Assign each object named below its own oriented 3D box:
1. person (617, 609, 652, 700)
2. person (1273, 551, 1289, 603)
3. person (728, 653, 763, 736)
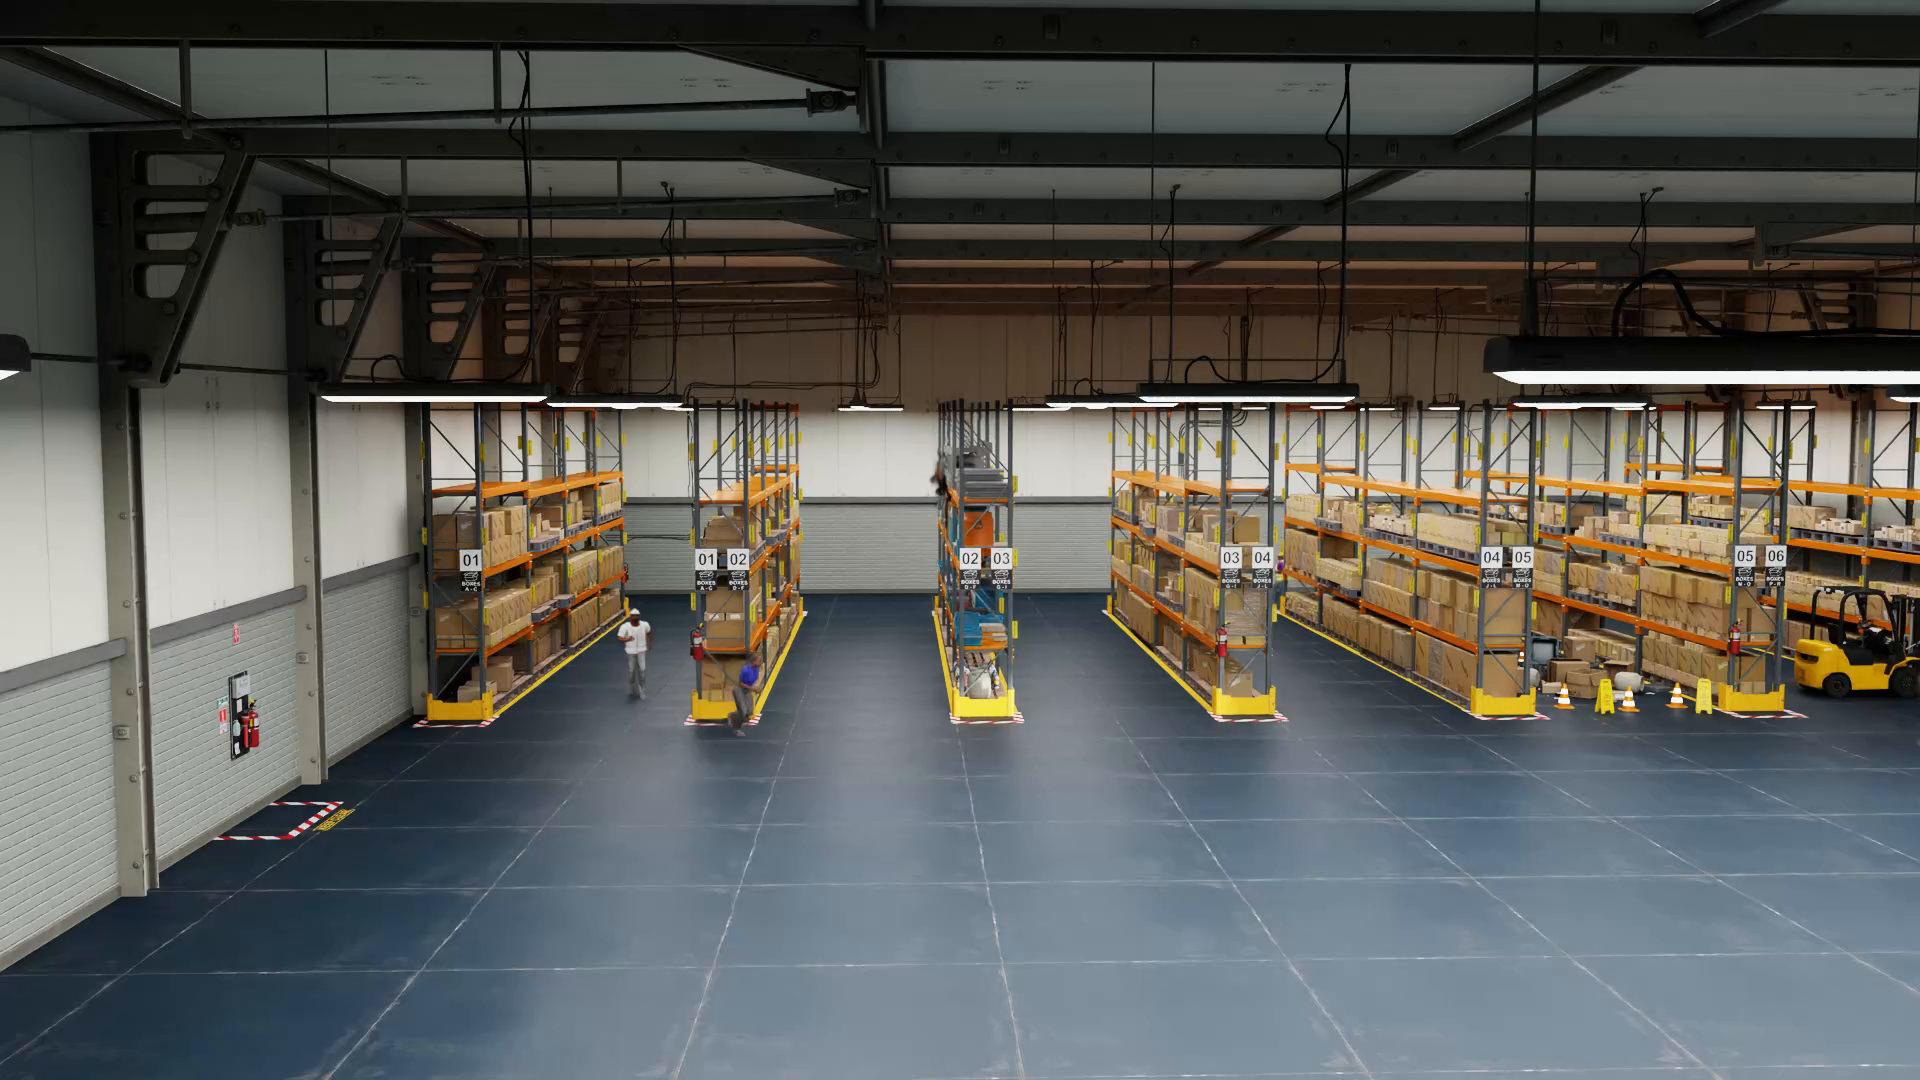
[{"bbox_3d":[-6.555,2.289,33.552,0.720,1.834,0.787,-1,5,-18],"label":"person"},{"bbox_3d":[9.415,1.170,49.071,0.915,1.709,0.702,1,4,13],"label":"person"},{"bbox_3d":[-3.775,2.741,29.614,0.764,1.503,0.577,2,5,29],"label":"person"}]
